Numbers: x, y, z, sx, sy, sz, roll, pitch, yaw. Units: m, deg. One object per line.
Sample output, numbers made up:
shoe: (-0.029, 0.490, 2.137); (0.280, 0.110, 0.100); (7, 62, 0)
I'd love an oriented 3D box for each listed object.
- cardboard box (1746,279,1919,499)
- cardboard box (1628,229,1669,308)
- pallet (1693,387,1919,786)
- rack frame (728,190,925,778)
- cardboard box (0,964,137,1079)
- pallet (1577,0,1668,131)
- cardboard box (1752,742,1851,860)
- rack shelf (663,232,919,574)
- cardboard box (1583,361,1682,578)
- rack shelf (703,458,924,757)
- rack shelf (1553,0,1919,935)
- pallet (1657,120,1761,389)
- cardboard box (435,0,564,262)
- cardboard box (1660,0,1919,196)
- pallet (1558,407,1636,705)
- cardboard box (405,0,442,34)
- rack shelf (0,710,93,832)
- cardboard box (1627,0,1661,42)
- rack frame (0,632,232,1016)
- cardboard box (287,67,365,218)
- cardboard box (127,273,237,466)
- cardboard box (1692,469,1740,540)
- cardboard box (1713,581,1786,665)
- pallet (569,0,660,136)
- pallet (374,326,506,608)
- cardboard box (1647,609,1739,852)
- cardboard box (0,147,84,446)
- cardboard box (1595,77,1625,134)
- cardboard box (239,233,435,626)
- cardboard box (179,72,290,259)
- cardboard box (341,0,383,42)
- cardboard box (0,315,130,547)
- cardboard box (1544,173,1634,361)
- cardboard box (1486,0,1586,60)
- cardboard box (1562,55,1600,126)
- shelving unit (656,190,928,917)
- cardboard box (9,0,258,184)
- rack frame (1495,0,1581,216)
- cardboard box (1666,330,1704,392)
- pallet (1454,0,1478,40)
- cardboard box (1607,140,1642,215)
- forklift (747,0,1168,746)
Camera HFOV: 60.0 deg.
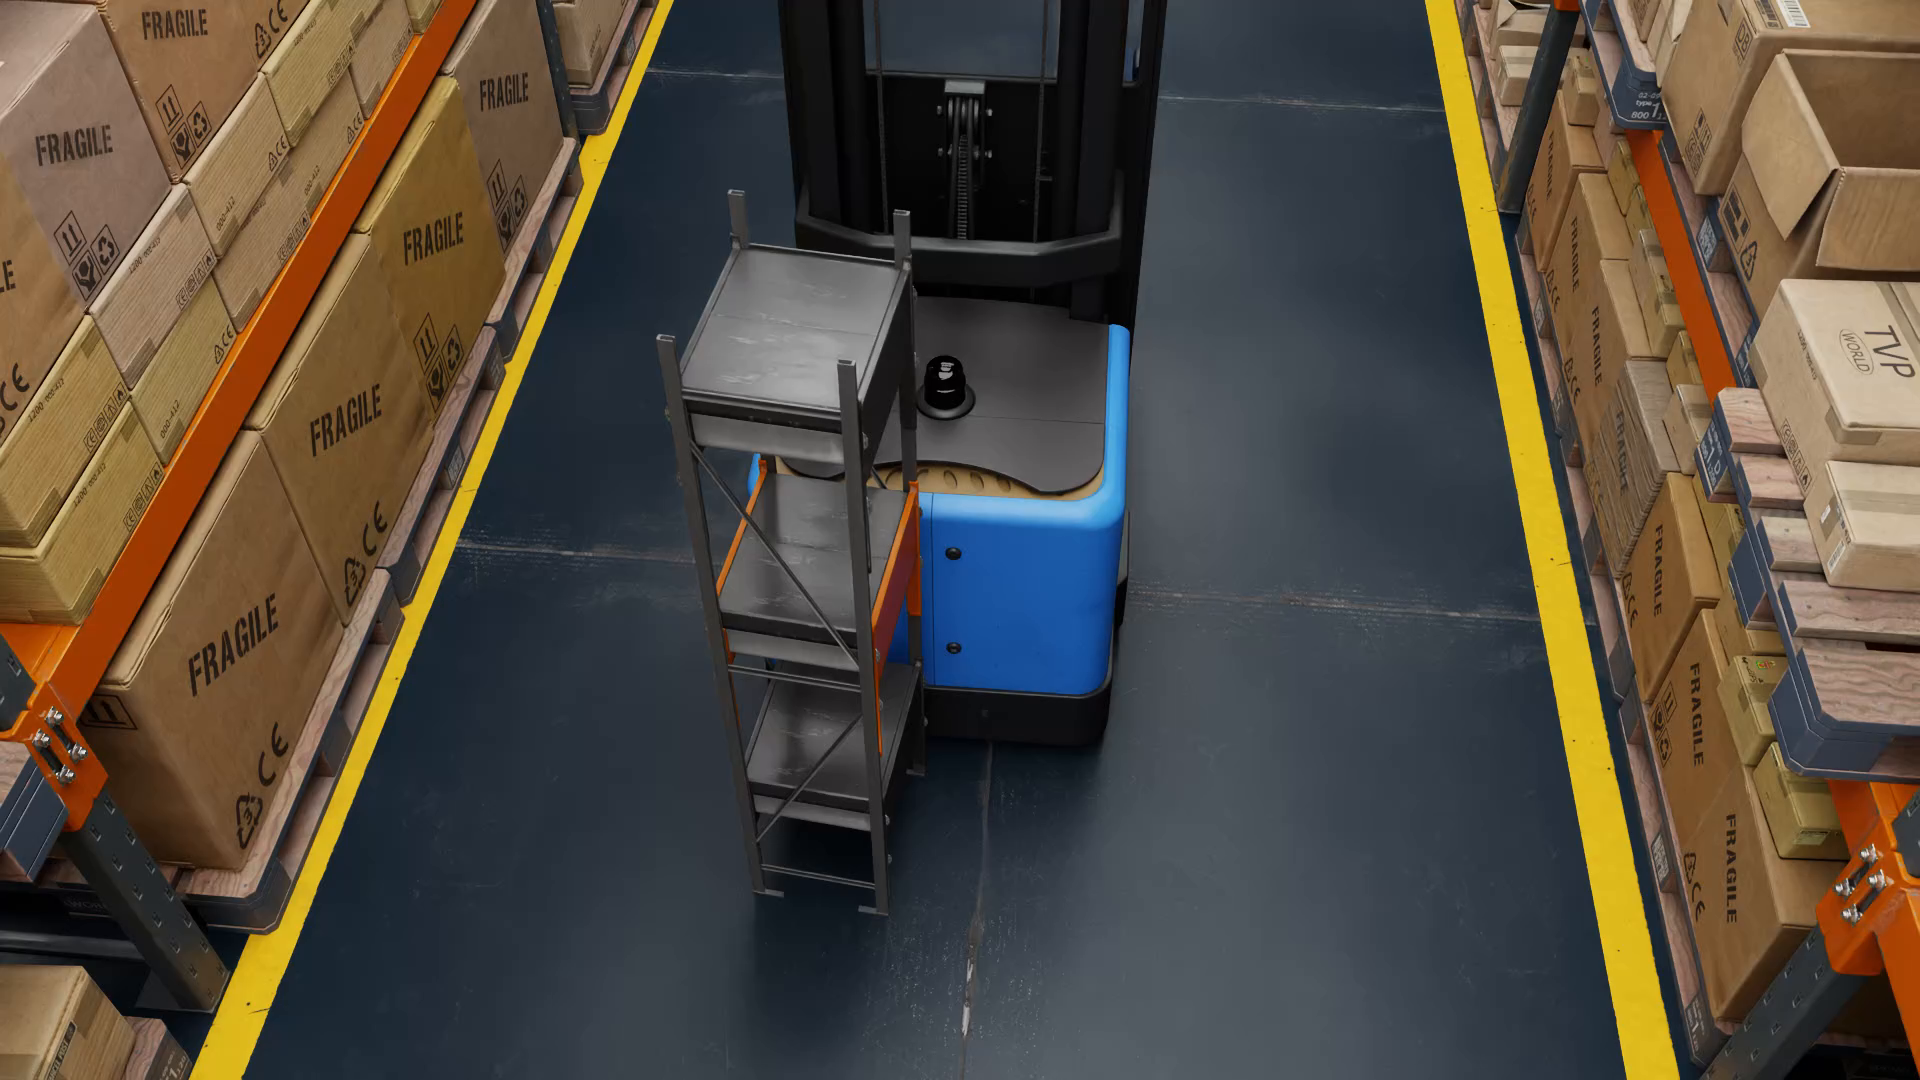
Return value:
cardboard box: (2.181, -0.346, 3.851); (0.500, 0.250, 0.500); (2, 48, 2)
cardboard box: (2.443, -0.887, 5.498); (0.380, 0.149, 0.250); (4, 48, 3)
pallet: (2.399, 0.104, 3.752); (1.213, 0.211, 1.003); (4, 48, 4)
rack frame: (-0.304, -0.016, 4.341); (0.400, 2.100, 0.015); (8, 48, 8)
cardboard box: (-2.597, 1.371, 3.960); (0.950, 0.372, 0.625); (1, 48, 1)
pallet: (2.590, -1.752, 5.450); (1.003, 0.211, 1.213); (4, 48, 4)
cardboard box: (2.200, 0.645, 4.097); (0.380, 0.149, 0.250); (2, 48, 2)
rack shelf: (-0.352, -0.302, 3.673); (0.431, 0.518, 0.480); (8, 48, 8)
cardboard box: (2.362, -0.216, 5.324); (0.500, 0.500, 0.500); (2, 48, 2)
rack shelf: (-0.352, 0.170, 4.190); (0.431, 0.518, 0.480); (8, 48, 8)
rack shelf: (2.590, -0.684, 4.831); (1.077, 0.370, 4.000); (4, 48, 4)
pallet: (2.580, -0.822, 4.599); (1.003, 0.211, 1.213); (4, 48, 4)
cardboard box: (-2.148, -1.692, 6.420); (0.875, 0.875, 0.875); (5, 48, 5)
cardboard box: (2.386, -1.275, 4.531); (0.700, 0.500, 0.500); (4, 48, 3)
pallet: (2.627, 0.043, 5.567); (1.003, 0.211, 1.213); (4, 48, 4)
cardboard box: (-2.009, -1.957, 5.608); (0.500, 0.250, 0.500); (3, 48, 3)
rack shelf: (-2.718, 1.924, 2.445); (1.077, 0.370, 4.000); (4, 48, 4)
cardboard box: (2.458, -1.851, 5.058); (0.700, 0.500, 0.500); (4, 48, 4)
rack frame: (-2.536, 0.211, 3.524); (1.000, 3.000, 0.127); (4, 48, 4)
cardboard box: (-2.116, -1.207, 4.923); (0.500, 0.250, 0.500); (4, 48, 4)
cardboard box: (-2.212, -0.459, 4.239); (0.500, 0.250, 0.500); (3, 48, 2)
cardboard box: (2.354, -0.122, 4.799); (0.380, 0.149, 0.250); (3, 48, 3)
cardboard box: (2.262, 0.252, 4.456); (0.380, 0.149, 0.250); (2, 48, 2)
pallet: (-2.024, -2.340, 7.748); (1.003, 0.211, 1.213); (4, 48, 4)
pallet: (-2.275, -0.316, 5.896); (1.003, 0.211, 1.213); (4, 48, 4)
cardboard box: (2.288, 0.552, 4.622); (0.500, 0.500, 0.500); (3, 48, 3)
cardboard box: (-2.247, -0.506, 3.435); (0.500, 0.500, 0.500); (2, 48, 2)
cardboard box: (2.498, -1.574, 5.925); (0.380, 0.149, 0.250); (2, 48, 2)
cardboard box: (-2.305, -0.370, 5.211); (0.875, 0.875, 0.875); (4, 48, 4)
cardboard box: (-2.138, -1.008, 4.402); (0.500, 0.250, 0.500); (4, 48, 3)
cardboard box: (-2.049, -1.757, 5.087); (0.500, 0.250, 0.500); (5, 48, 4)
cardboard box: (-2.244, -0.263, 3.720); (0.500, 0.250, 0.500); (4, 48, 3)
cardboard box: (2.465, -0.963, 6.007); (0.500, 0.500, 0.500); (3, 48, 3)
cardboard box: (2.563, -2.307, 7.396); (0.396, 0.266, 0.258); (5, 48, 5)
cardboard box: (2.474, -1.668, 6.213); (0.380, 0.149, 0.250); (6, 48, 5)
shelving unit: (-0.352, 0.161, 4.180); (0.431, 2.100, 0.503); (8, 48, 8)
cardboard box: (-2.149, -1.250, 4.115); (0.500, 0.500, 0.500); (5, 48, 5)
rack frame: (2.772, -2.397, 5.910); (1.000, 3.000, 0.127); (4, 48, 4)
cardboard box: (2.422, -0.504, 5.148); (0.380, 0.149, 0.250); (4, 48, 4)
pallet: (2.944, -2.859, 8.222); (1.003, 0.211, 1.213); (4, 48, 4)
cardboard box: (2.514, -1.270, 5.849); (0.380, 0.149, 0.250); (2, 48, 2)
forklift: (0.054, -1.452, 5.092); (1.130, 2.935, 3.031); (4, 48, 3)
